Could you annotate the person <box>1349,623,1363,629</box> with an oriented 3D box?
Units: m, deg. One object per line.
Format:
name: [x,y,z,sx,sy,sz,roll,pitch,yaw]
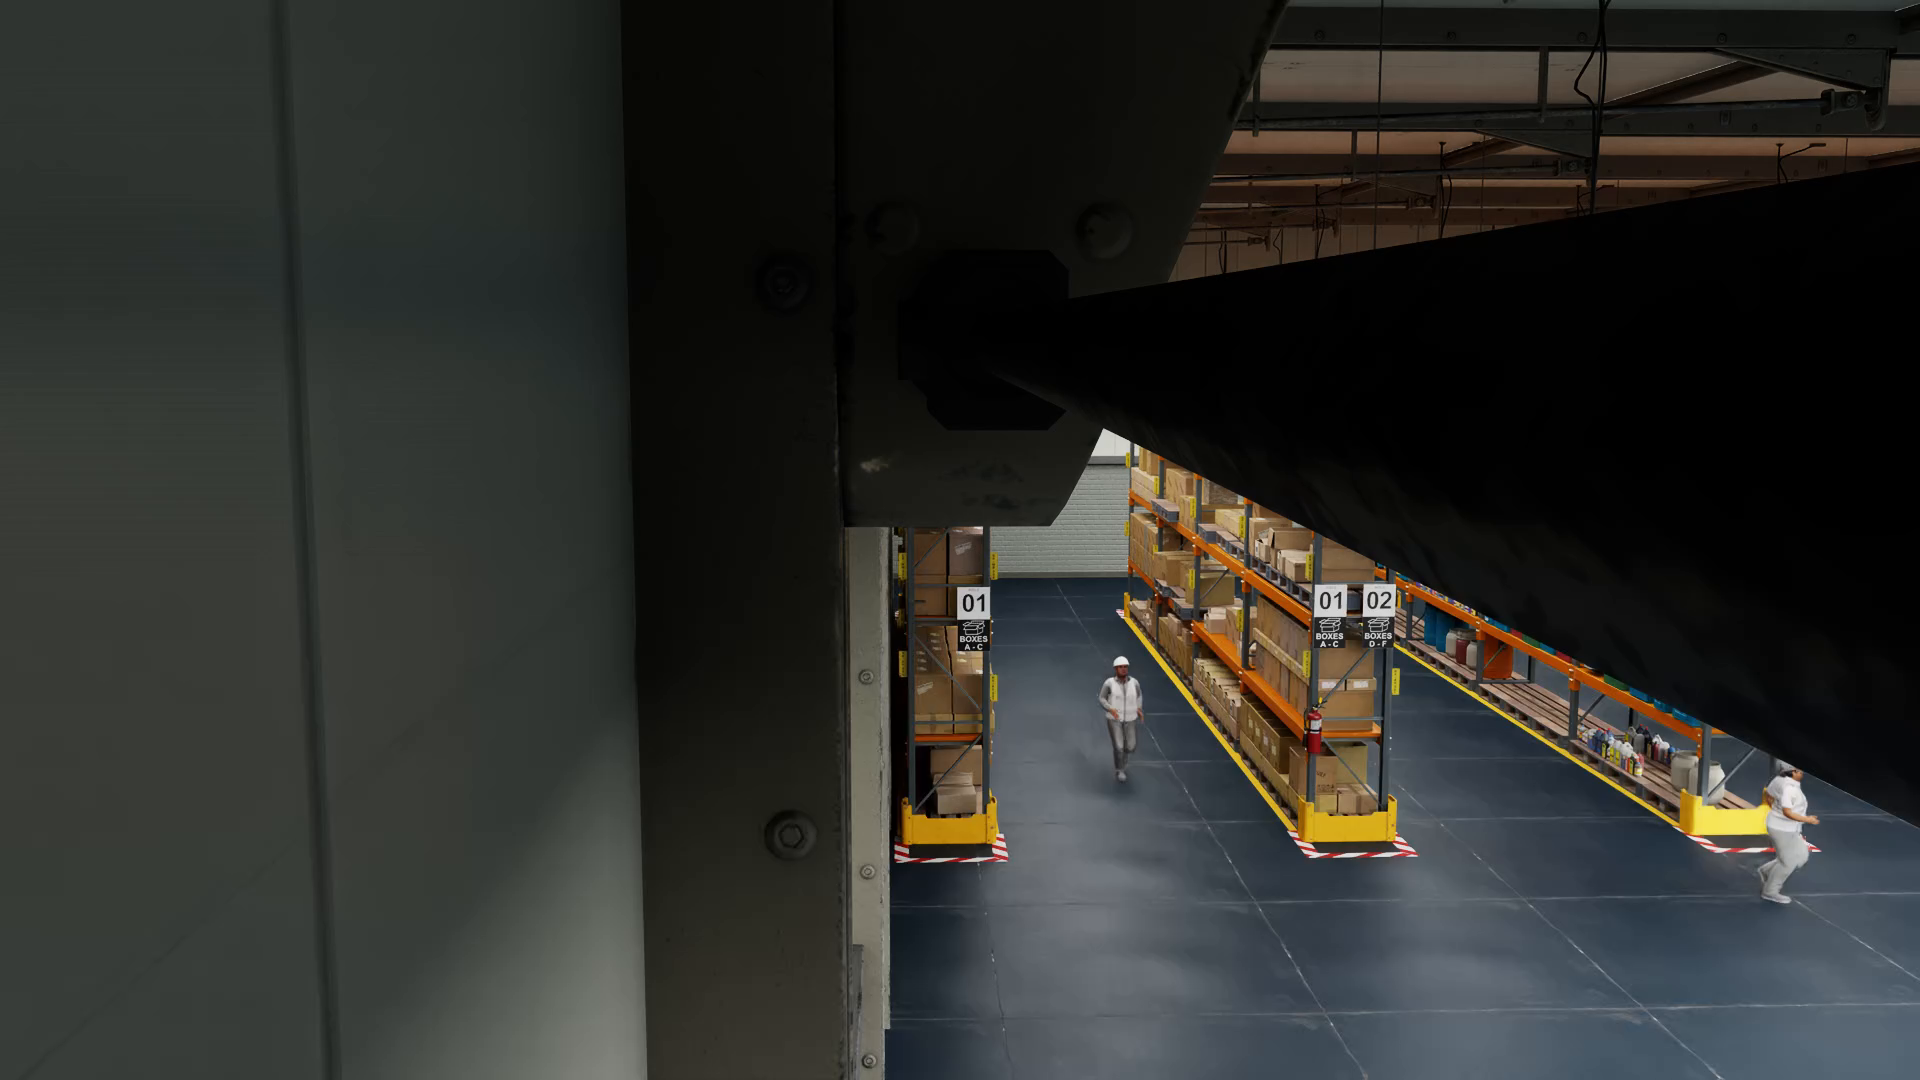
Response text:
person: [6.896,1.704,29.617,0.649,1.703,0.719,-1,7,-6]

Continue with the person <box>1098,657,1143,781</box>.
person: [2.270,2.496,23.389,0.661,1.731,0.585,-1,7,-9]

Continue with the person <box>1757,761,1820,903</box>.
person: [9.125,3.201,18.300,0.562,1.623,0.590,3,8,19]
